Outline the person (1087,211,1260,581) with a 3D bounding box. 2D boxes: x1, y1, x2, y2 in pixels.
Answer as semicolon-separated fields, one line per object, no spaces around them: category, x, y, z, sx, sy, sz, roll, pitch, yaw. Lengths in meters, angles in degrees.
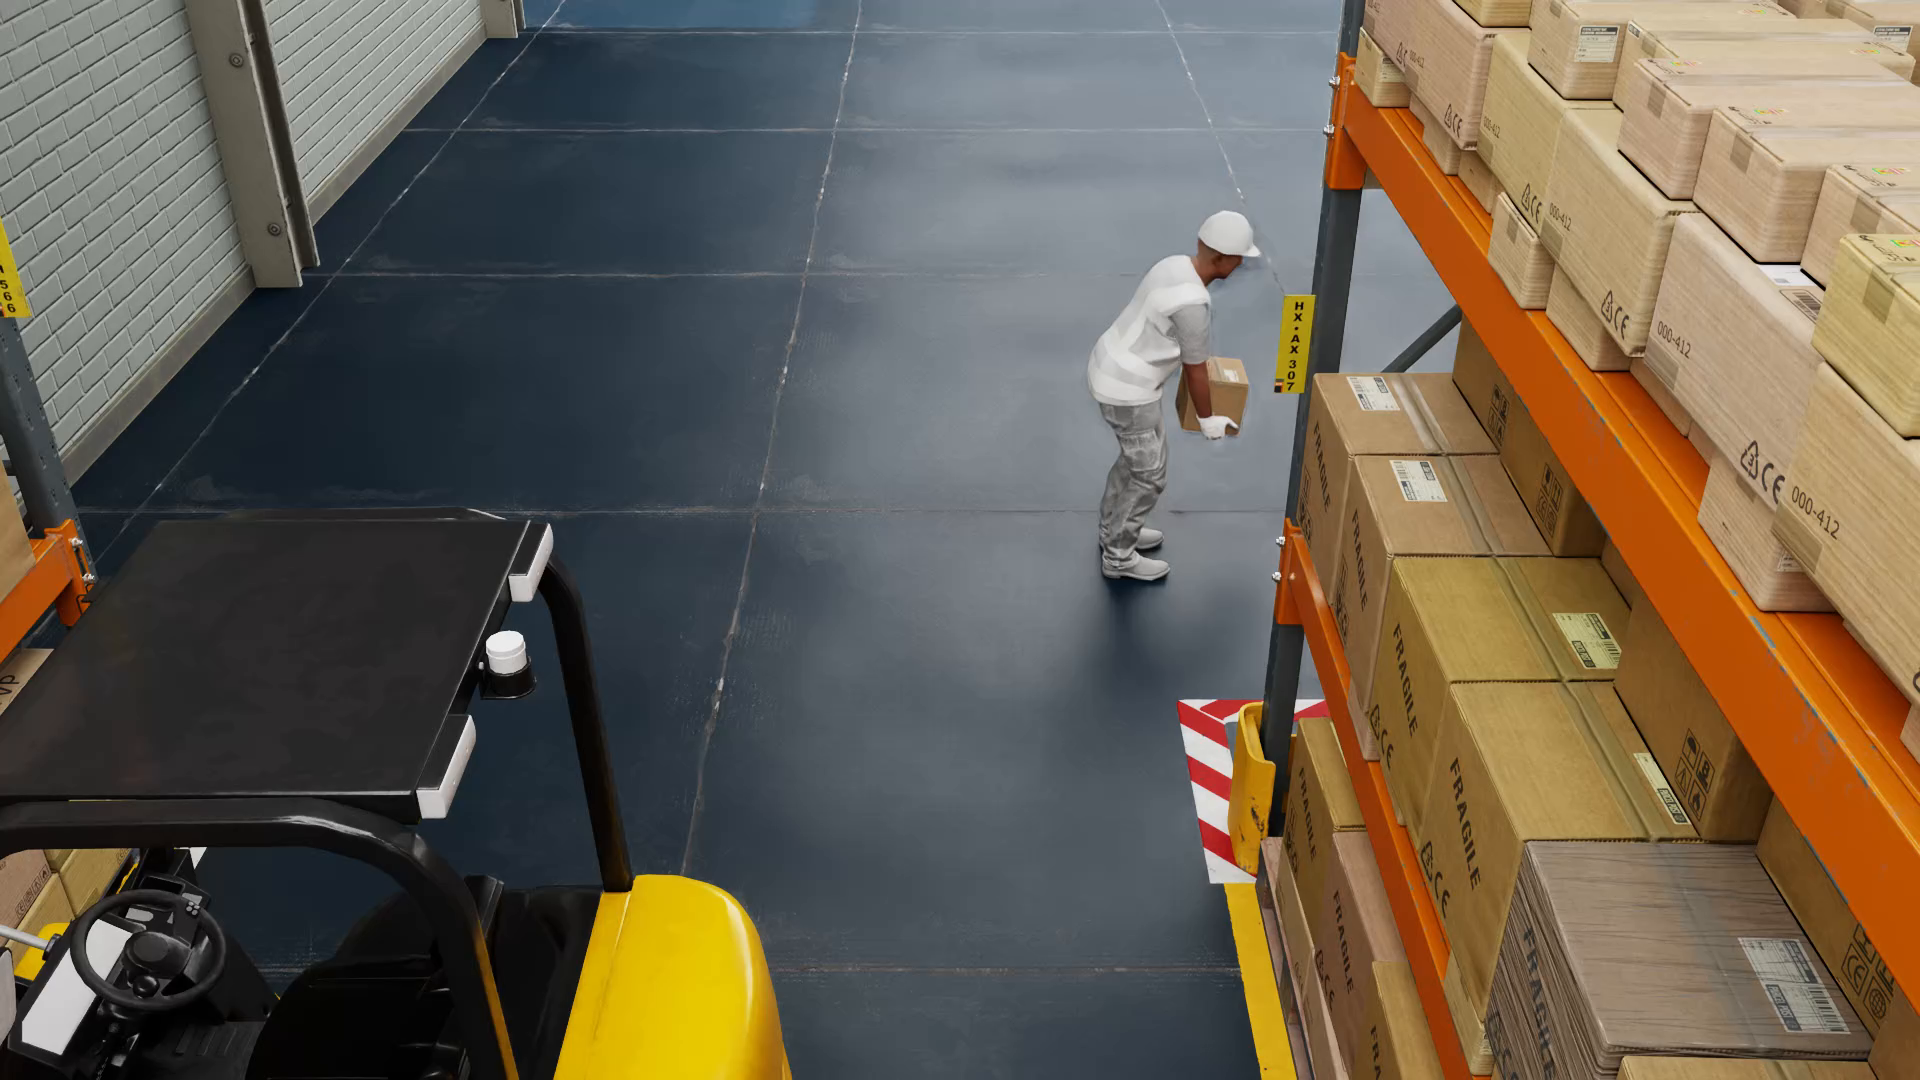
person;0.902;-0.634;7.268;0.696;1.668;0.486;0;31;-1
